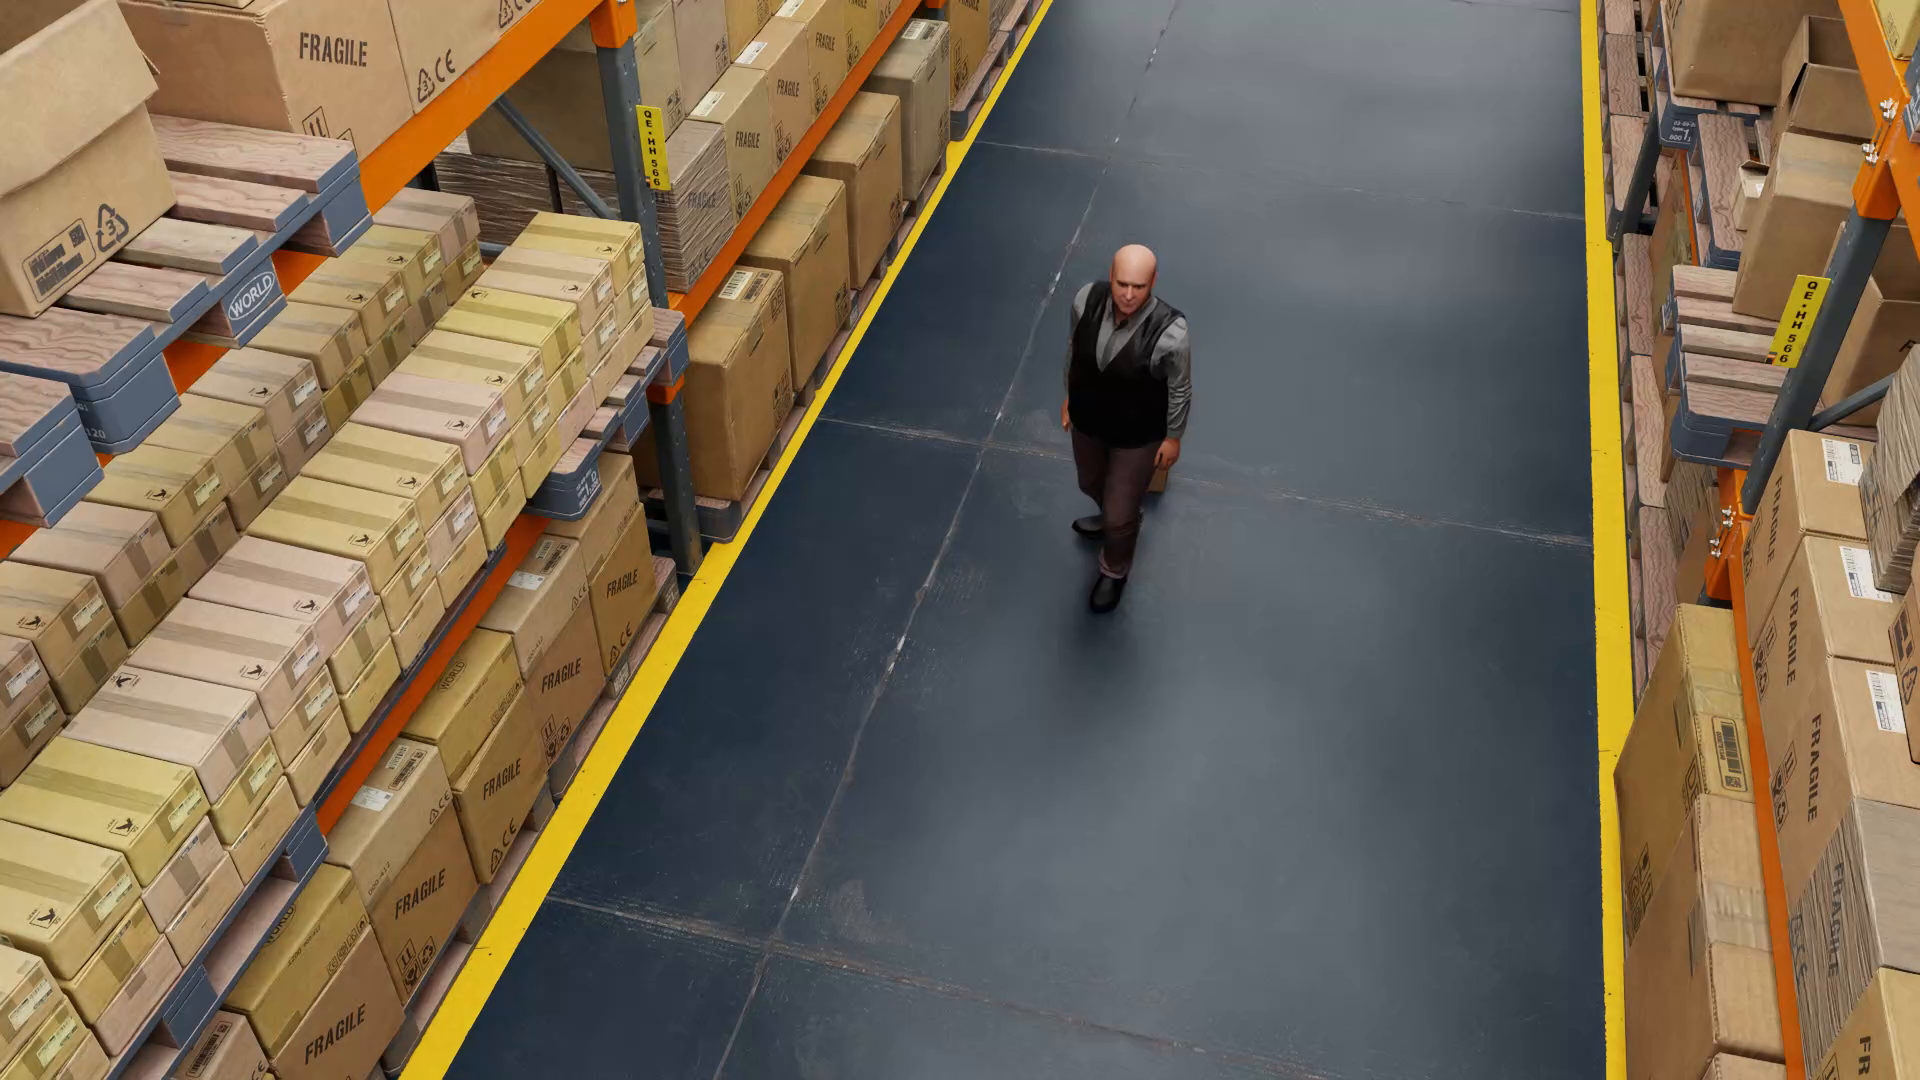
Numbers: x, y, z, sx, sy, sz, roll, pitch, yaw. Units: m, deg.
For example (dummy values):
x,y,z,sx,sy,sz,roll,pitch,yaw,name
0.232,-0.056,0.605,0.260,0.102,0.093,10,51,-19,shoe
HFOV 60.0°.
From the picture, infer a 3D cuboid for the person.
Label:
x,y,z,sx,sy,sz,roll,pitch,yaw,name
0.683,-0.509,6.769,0.577,1.708,0.556,28,48,28,person
